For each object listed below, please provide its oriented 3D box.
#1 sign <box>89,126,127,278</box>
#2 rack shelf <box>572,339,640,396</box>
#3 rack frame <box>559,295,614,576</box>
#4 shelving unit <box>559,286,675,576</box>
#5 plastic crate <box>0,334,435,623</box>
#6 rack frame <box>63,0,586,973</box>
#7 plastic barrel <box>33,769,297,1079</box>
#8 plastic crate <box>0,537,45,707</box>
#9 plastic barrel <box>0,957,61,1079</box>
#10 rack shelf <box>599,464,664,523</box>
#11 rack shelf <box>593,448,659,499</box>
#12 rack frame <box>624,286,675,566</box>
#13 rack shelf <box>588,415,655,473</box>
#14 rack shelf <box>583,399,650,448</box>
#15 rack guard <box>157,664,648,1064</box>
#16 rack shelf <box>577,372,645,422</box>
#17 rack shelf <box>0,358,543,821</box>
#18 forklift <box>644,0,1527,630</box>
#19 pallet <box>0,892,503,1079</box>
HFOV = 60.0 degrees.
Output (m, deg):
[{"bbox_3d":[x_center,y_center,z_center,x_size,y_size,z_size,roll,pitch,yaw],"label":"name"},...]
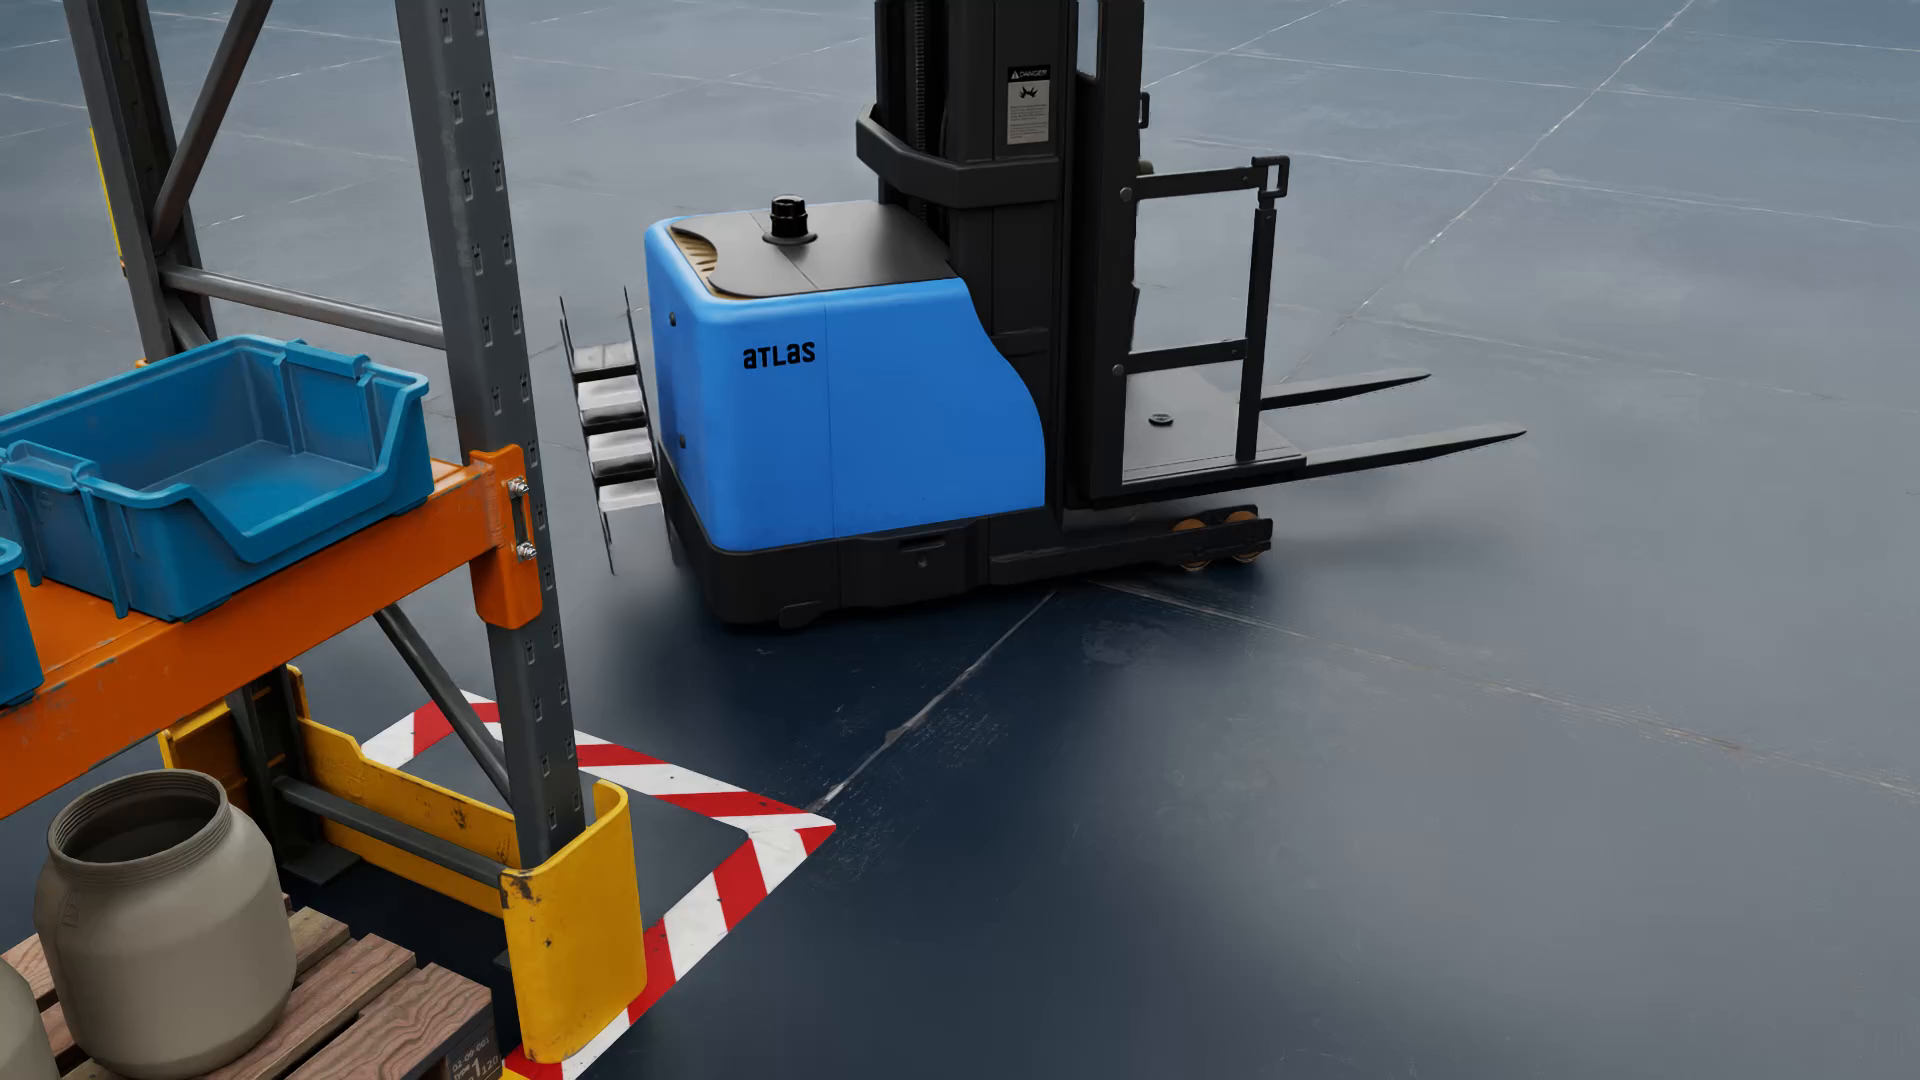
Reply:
[{"bbox_3d":[-1.756,-0.701,3.489,0.100,0.325,0.005,14,30,26],"label":"sign"},{"bbox_3d":[-1.132,-0.556,5.312,0.200,0.077,0.258,-10,28,-8],"label":"rack shelf"},{"bbox_3d":[-1.212,-0.330,5.406,0.006,0.900,0.240,-10,28,-8],"label":"rack frame"},{"bbox_3d":[-1.113,-0.347,5.421,0.210,0.900,0.258,-10,28,-8],"label":"shelving unit"},{"bbox_3d":[-1.265,-0.127,2.818,0.499,0.251,0.616,14,30,26],"label":"plastic crate"},{"bbox_3d":[-1.279,-0.454,3.306,1.000,3.000,0.127,14,30,26],"label":"rack frame"},{"bbox_3d":[-1.536,0.744,3.223,0.421,0.512,0.421,0,27,0],"label":"plastic barrel"},{"bbox_3d":[-1.589,0.125,2.315,0.499,0.251,0.408,14,30,26],"label":"plastic crate"},{"bbox_3d":[-1.783,0.939,2.833,0.421,0.512,0.421,0,27,0],"label":"plastic barrel"},{"bbox_3d":[-1.095,-0.159,5.520,0.200,0.077,0.258,-10,28,-8],"label":"rack shelf"},{"bbox_3d":[-1.102,-0.238,5.478,0.200,0.077,0.258,-10,28,-8],"label":"rack shelf"},{"bbox_3d":[-1.013,-0.364,5.436,0.006,0.900,0.240,-10,28,-8],"label":"rack frame"},{"bbox_3d":[-1.110,-0.318,5.437,0.200,0.077,0.258,-10,28,-8],"label":"rack shelf"},{"bbox_3d":[-1.117,-0.397,5.395,0.200,0.077,0.258,-10,28,-8],"label":"rack shelf"},{"bbox_3d":[-1.276,0.704,3.786,1.175,0.500,0.348,14,30,26],"label":"rack guard"},{"bbox_3d":[-1.125,-0.477,5.353,0.200,0.077,0.258,-10,28,-8],"label":"rack shelf"},{"bbox_3d":[-2.263,0.647,1.910,1.077,0.370,4.000,14,30,26],"label":"rack shelf"},{"bbox_3d":[0.525,-1.423,5.319,3.031,2.935,1.130,-9,28,-17],"label":"forklift"},{"bbox_3d":[-1.680,1.148,3.220,1.003,0.211,1.213,14,30,26],"label":"pallet"}]
